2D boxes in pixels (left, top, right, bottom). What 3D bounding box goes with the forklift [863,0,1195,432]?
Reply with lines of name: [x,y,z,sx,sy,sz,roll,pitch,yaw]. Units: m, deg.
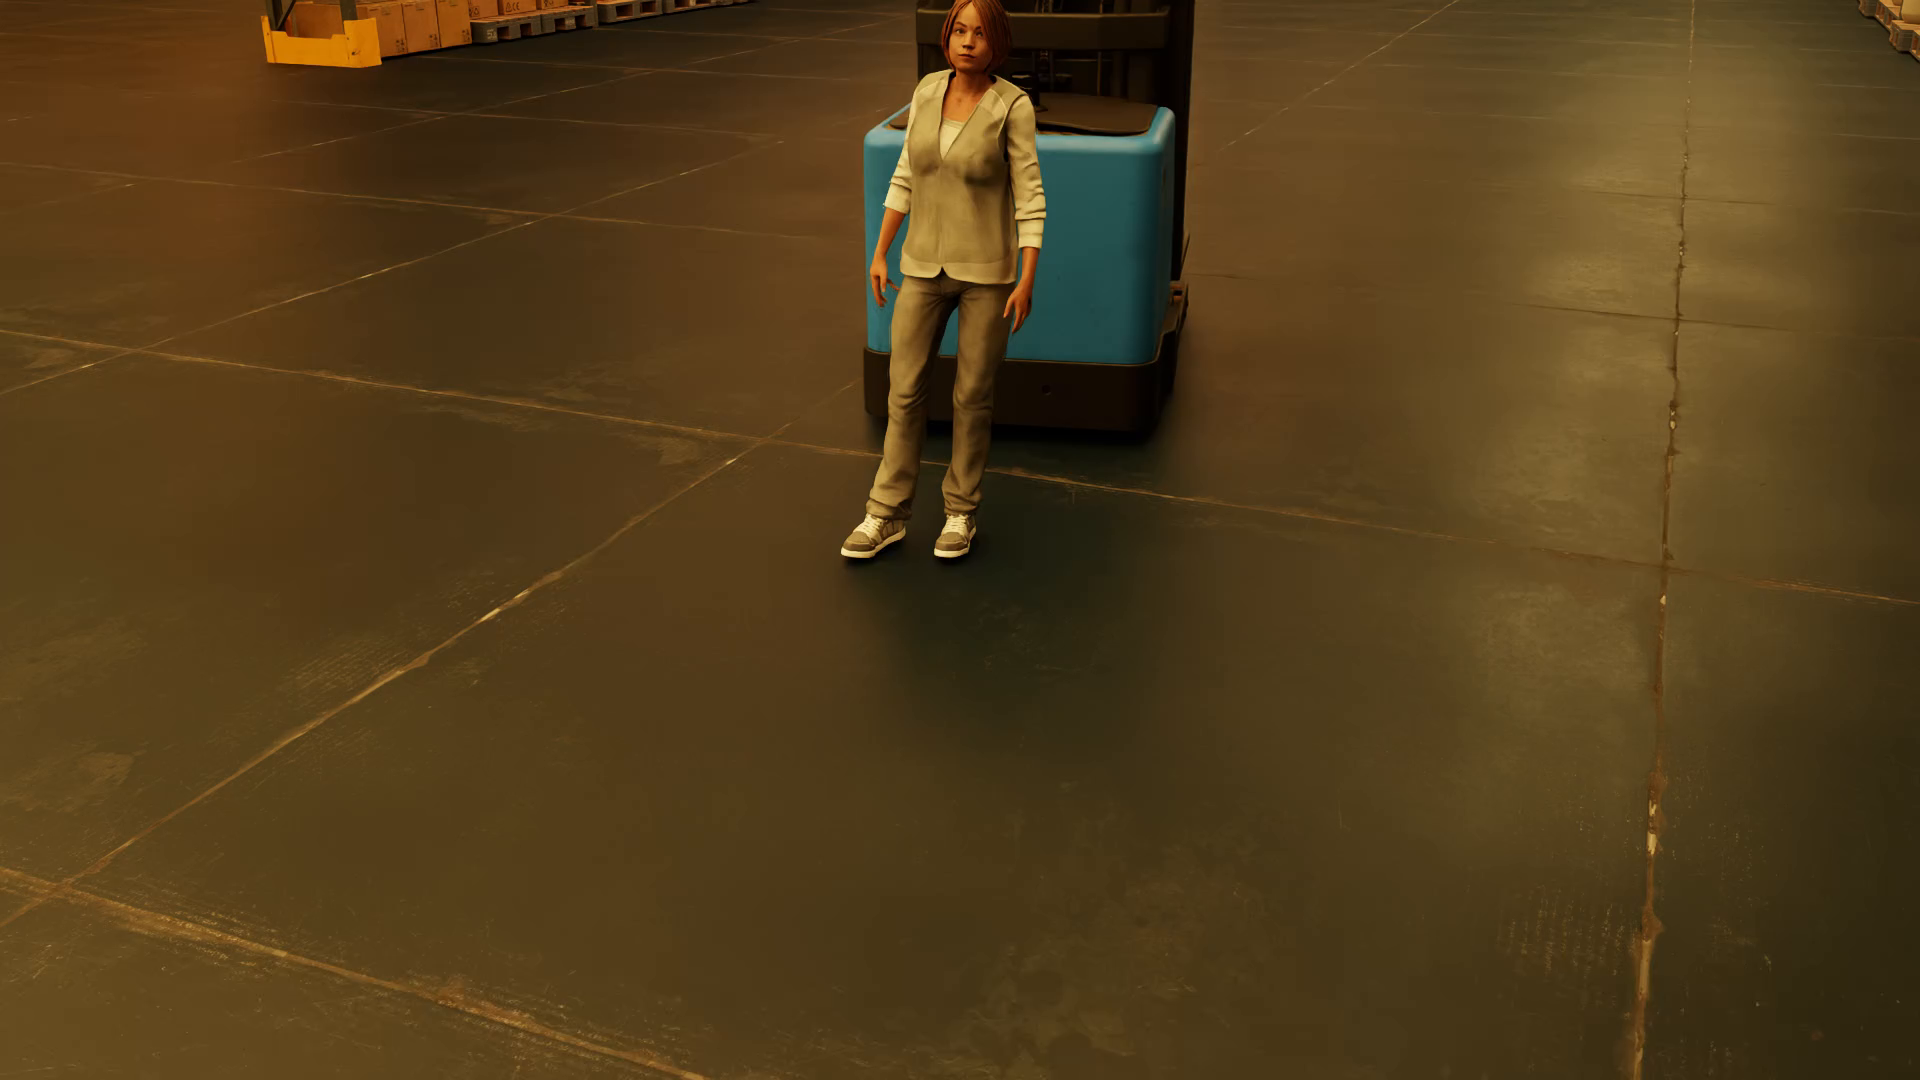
forklift: [0.417,-2.268,6.719,1.130,2.935,3.031,4,23,9]

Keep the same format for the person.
person: [-0.041,-0.720,4.724,0.520,1.597,0.475,9,24,21]
